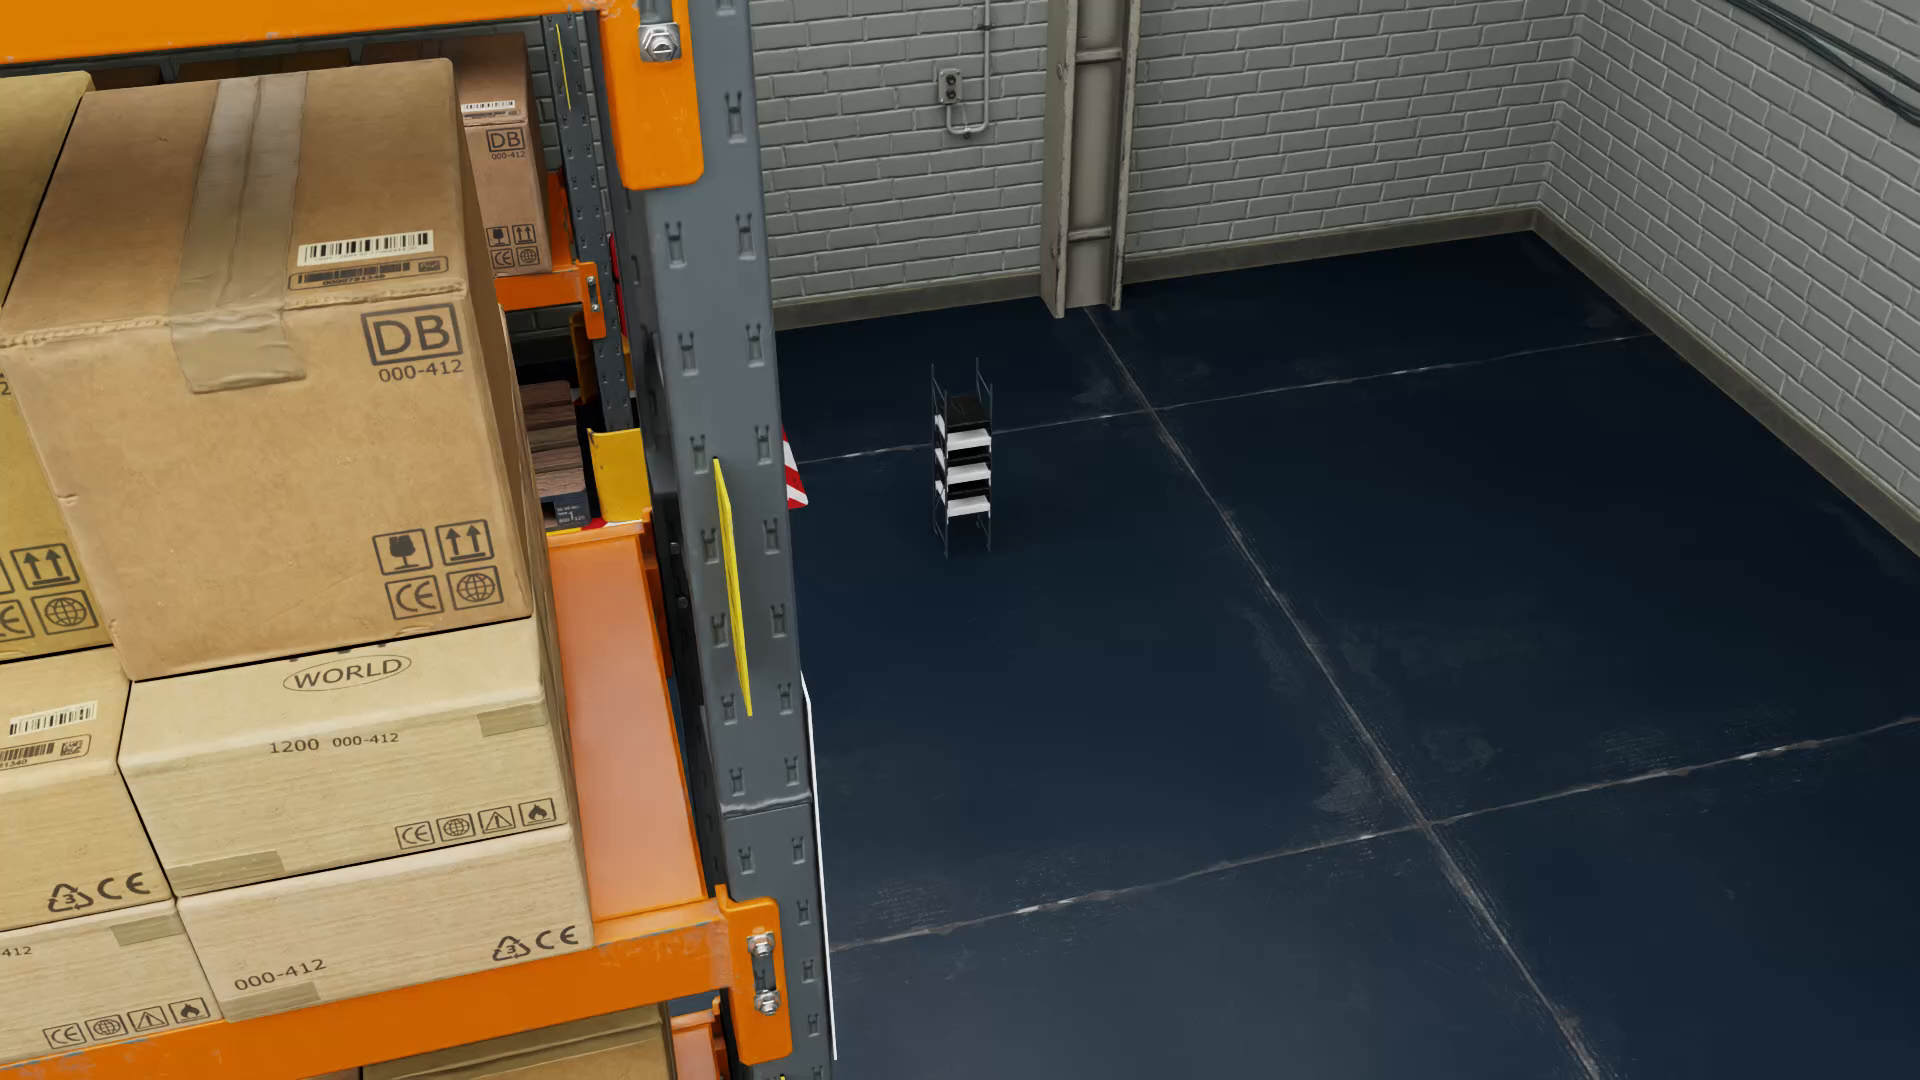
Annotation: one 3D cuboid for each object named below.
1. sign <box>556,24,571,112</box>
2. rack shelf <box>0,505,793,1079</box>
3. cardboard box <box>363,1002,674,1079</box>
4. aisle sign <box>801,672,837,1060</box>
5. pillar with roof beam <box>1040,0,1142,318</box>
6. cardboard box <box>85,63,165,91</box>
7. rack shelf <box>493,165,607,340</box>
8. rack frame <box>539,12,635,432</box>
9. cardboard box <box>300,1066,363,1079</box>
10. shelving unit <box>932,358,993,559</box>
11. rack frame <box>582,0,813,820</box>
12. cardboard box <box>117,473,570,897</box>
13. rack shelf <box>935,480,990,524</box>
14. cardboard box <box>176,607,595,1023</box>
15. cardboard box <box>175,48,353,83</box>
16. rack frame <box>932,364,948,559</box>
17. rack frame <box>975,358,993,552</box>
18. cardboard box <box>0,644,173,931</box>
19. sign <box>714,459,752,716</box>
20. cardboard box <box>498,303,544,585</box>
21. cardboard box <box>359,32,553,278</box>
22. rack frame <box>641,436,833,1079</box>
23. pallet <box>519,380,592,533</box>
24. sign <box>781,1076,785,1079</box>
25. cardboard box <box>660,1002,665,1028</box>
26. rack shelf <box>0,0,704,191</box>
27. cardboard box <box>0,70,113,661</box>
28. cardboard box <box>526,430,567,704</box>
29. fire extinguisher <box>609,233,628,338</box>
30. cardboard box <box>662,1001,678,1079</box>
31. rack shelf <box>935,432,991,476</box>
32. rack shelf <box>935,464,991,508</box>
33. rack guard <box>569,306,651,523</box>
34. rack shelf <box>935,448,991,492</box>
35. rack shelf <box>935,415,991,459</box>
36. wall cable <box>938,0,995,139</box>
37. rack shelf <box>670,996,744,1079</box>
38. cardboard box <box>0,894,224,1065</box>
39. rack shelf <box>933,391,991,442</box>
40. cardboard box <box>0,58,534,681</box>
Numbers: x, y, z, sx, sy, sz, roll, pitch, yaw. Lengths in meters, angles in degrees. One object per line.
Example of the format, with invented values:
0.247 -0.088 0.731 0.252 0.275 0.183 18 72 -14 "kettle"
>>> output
-1.565 -1.862 6.568 0.005 0.325 0.100 -9 38 -12 "sign"
-2.329 0.687 2.506 4.000 0.370 1.077 -9 38 -12 "rack shelf"
-0.756 1.071 2.976 0.500 0.500 0.500 -10 38 -12 "cardboard box"
-0.252 0.413 2.602 0.004 0.787 0.394 -9 38 -12 "aisle sign"
1.810 -2.421 3.509 0.400 9.000 9.100 -9 38 -12 "pillar with roof beam"
-3.621 -1.424 6.896 0.700 0.700 0.980 -11 39 -14 "cardboard box"
-3.624 -1.026 7.215 4.000 0.370 1.077 -9 38 -12 "rack shelf"
-1.693 -1.629 7.410 0.127 3.000 1.000 -9 38 -12 "rack frame"
-1.244 1.152 2.870 0.500 0.500 0.500 -8 38 -11 "cardboard box"
0.008 -0.359 7.478 0.210 0.900 0.258 -9 38 -12 "shelving unit"
-0.398 -1.106 1.790 0.127 3.000 1.000 -9 38 -12 "rack frame"
-0.828 0.177 2.293 0.500 0.250 0.500 -9 38 -12 "cardboard box"
0.008 -0.189 7.608 0.200 0.077 0.258 -9 38 -12 "rack shelf"
-0.825 0.381 2.438 0.500 0.250 0.500 -9 38 -12 "cardboard box"
-2.883 -1.539 7.047 0.700 0.700 0.980 -10 38 -12 "cardboard box"
-0.090 -0.343 7.457 0.006 0.900 0.240 -9 38 -12 "rack frame"
0.106 -0.375 7.499 0.006 0.900 0.240 -9 38 -12 "rack frame"
-1.310 0.256 2.189 0.500 0.250 0.500 -9 38 -12 "cardboard box"
-0.273 0.062 2.003 0.005 0.325 0.100 -9 38 -12 "sign"
-0.962 -0.125 2.688 0.500 0.250 0.500 -9 38 -12 "cardboard box"
-2.183 -1.661 7.206 0.700 0.700 0.980 -8 38 -10 "cardboard box"
-0.398 1.276 3.613 0.127 3.000 1.000 -9 38 -12 "rack frame"
-2.445 -0.349 8.032 1.213 0.211 1.003 -9 38 -12 "pallet"
-0.273 1.020 2.735 0.005 0.325 0.100 -9 38 -12 "sign"
-0.895 0.755 3.389 0.500 0.500 0.500 -8 38 -11 "cardboard box"
-2.329 -0.503 1.595 4.000 0.370 1.077 -9 38 -12 "rack shelf"
-1.395 -0.231 2.210 0.500 0.500 0.700 -9 38 -12 "cardboard box"
-0.960 0.077 2.835 0.500 0.250 0.500 -9 38 -12 "cardboard box"
-1.427 -1.203 7.225 0.183 0.674 0.296 -9 38 -12 "fire extinguisher"
-0.895 1.152 3.693 0.500 0.500 0.500 -9 38 -11 "cardboard box"
0.008 -0.404 7.444 0.200 0.077 0.258 -9 38 -12 "rack shelf"
0.008 -0.261 7.553 0.200 0.077 0.258 -9 38 -12 "rack shelf"
-1.670 -0.640 8.175 0.348 0.500 1.175 -9 38 -12 "rack guard"
0.008 -0.332 7.499 0.200 0.077 0.258 -9 38 -12 "rack shelf"
0.008 -0.475 7.389 0.200 0.077 0.258 -9 38 -12 "rack shelf"
-0.704 -2.790 8.092 1.851 1.984 0.084 -9 38 -12 "wall cable"
-2.329 1.879 3.417 4.000 0.370 1.077 -9 38 -12 "rack shelf"
-1.311 0.453 2.343 0.500 0.250 0.500 -9 38 -12 "cardboard box"
0.008 -0.547 7.334 0.200 0.077 0.258 -9 38 -12 "rack shelf"
-0.890 -0.261 2.248 0.500 0.500 0.700 -9 38 -12 "cardboard box"
